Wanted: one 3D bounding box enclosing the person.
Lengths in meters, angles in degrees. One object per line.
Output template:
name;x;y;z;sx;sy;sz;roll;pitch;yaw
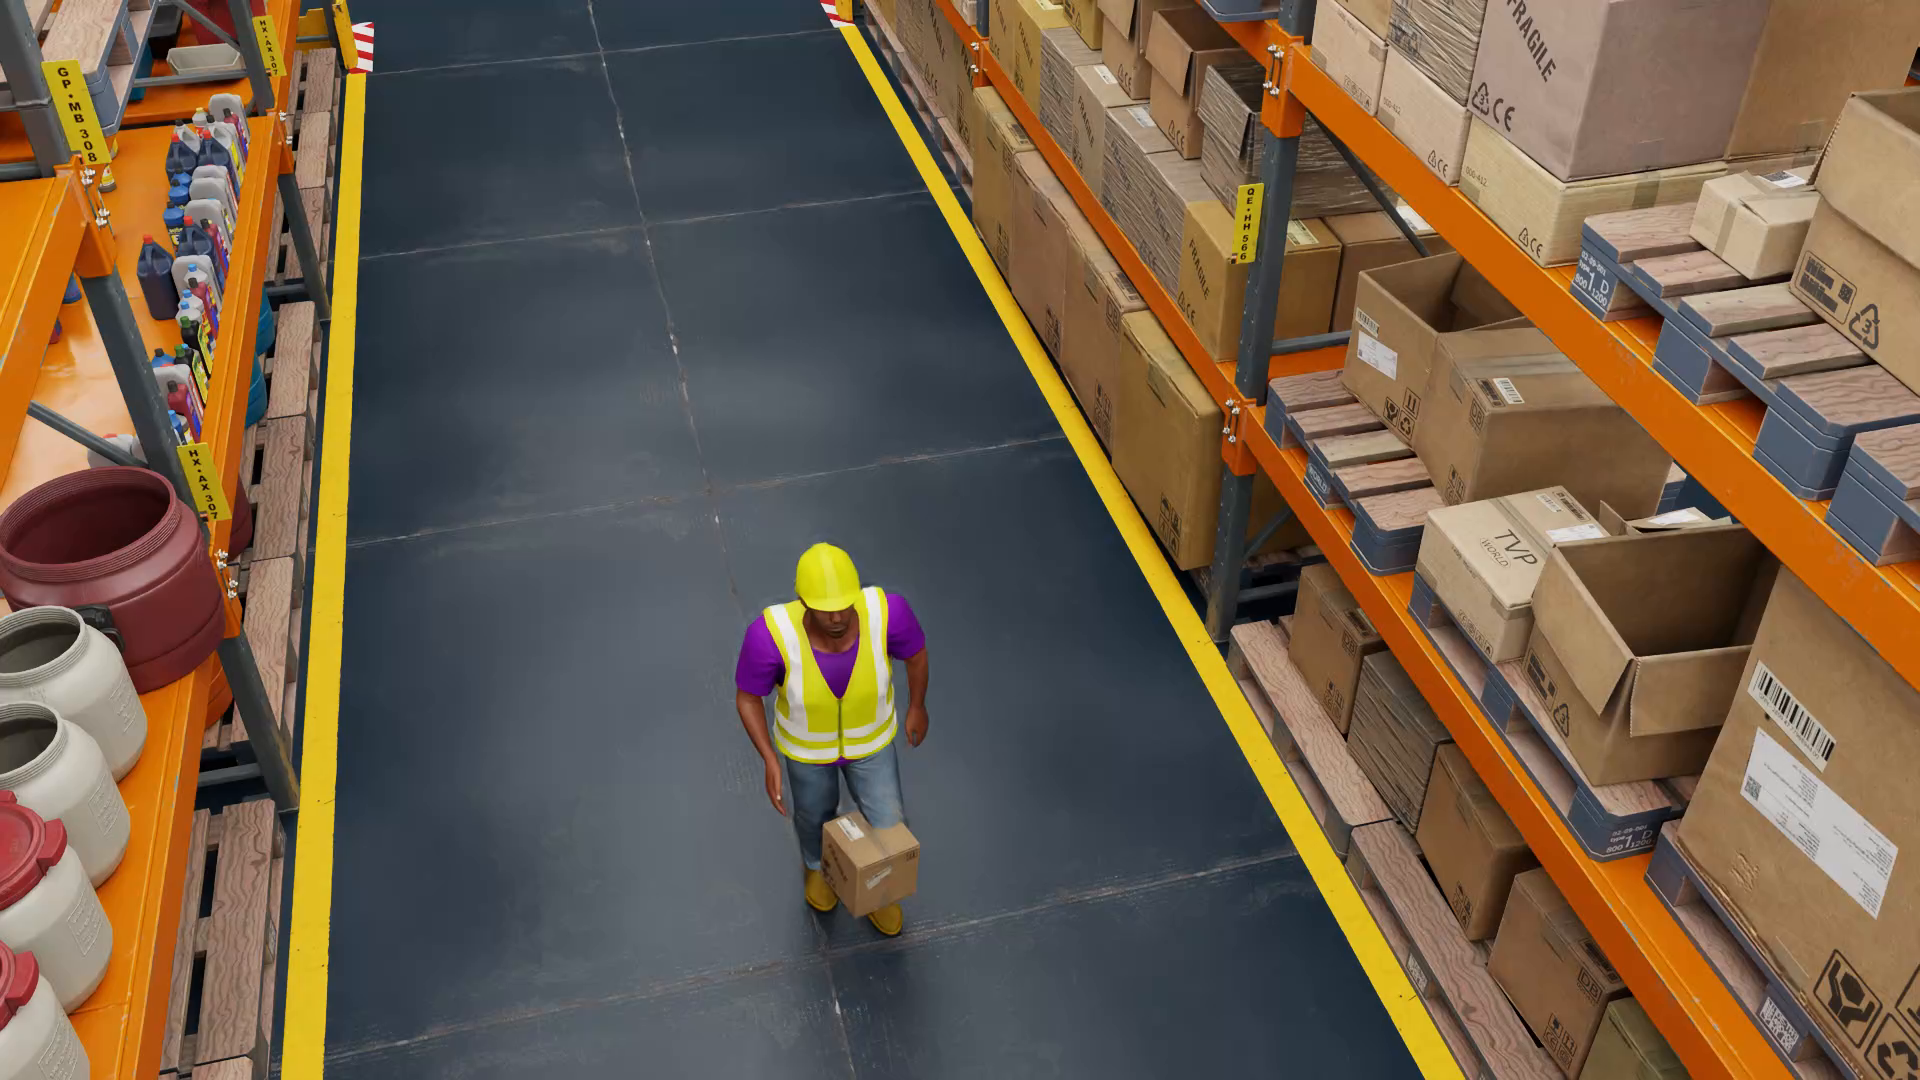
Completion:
person;-0.421;0.704;5.810;0.680;1.745;0.590;-8;39;-10
